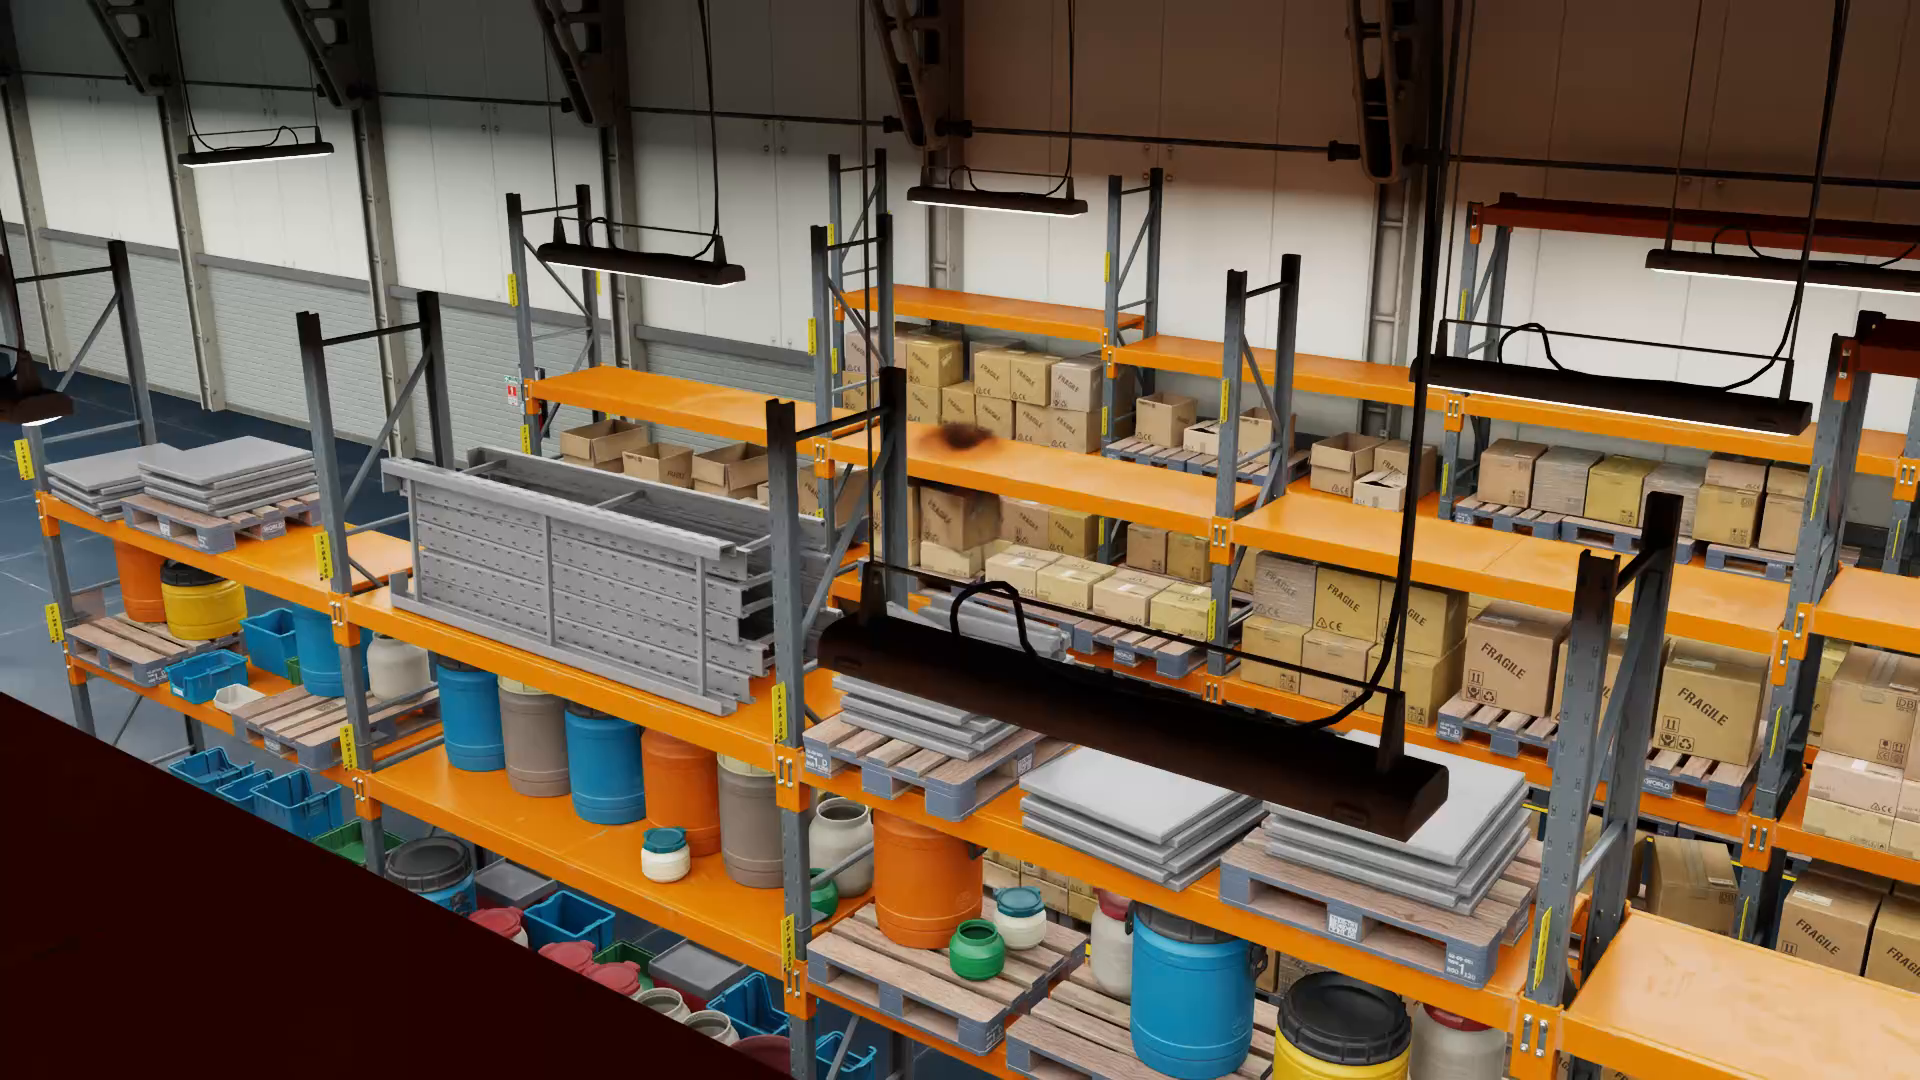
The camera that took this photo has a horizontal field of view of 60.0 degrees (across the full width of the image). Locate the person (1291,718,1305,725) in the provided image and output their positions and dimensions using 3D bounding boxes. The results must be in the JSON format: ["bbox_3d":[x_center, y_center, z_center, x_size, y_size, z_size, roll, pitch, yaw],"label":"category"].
[{"bbox_3d":[3.200,2.273,15.861,0.796,1.537,0.479,11,21,30],"label":"person"}]
